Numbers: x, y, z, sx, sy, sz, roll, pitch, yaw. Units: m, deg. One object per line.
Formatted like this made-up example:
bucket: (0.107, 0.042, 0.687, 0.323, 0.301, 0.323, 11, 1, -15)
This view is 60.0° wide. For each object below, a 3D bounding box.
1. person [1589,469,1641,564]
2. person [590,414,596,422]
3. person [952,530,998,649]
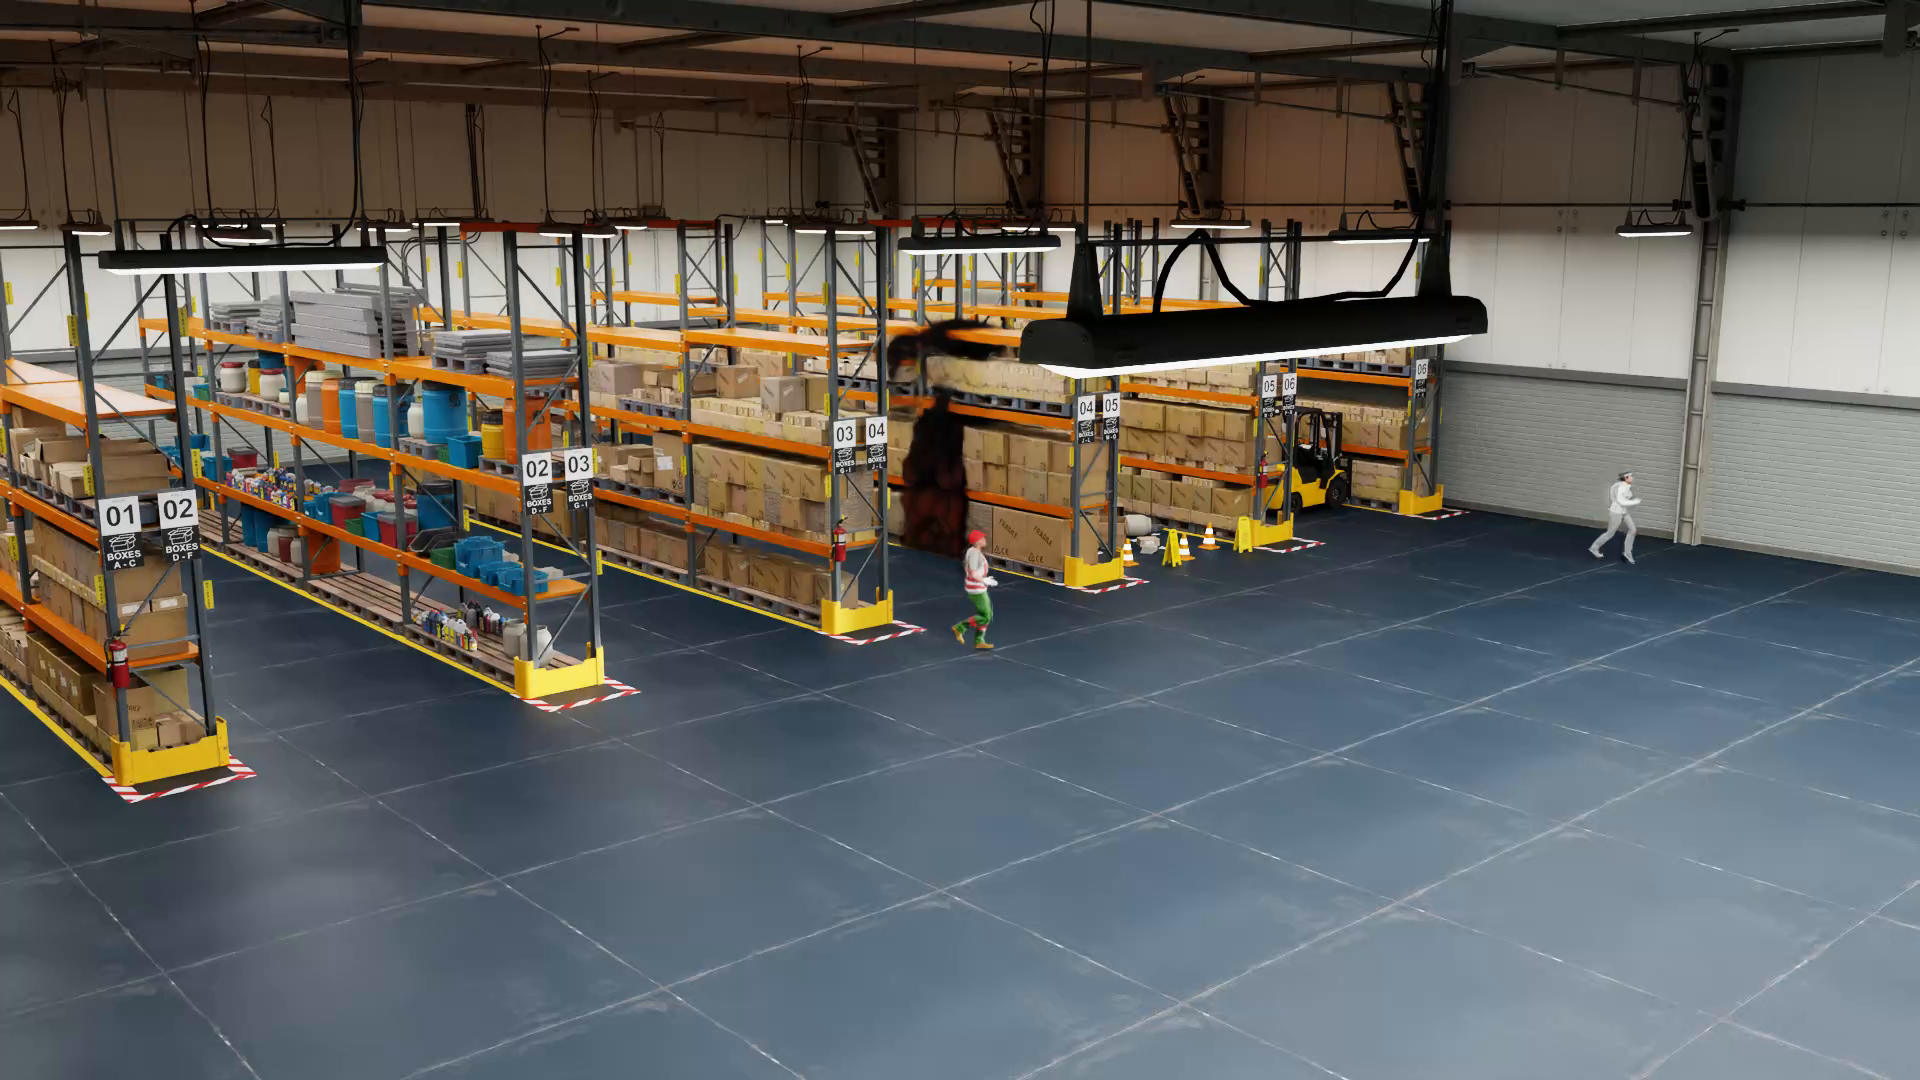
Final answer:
person: (11.775, -0.445, 29.856, 0.831, 1.729, 0.638, 7, 13, 30)
person: (-9.181, -2.772, 41.173, 0.682, 1.736, 0.586, 8, 14, 36)
person: (0.199, 0.716, 23.913, 0.656, 1.744, 0.648, -1, 11, -4)
